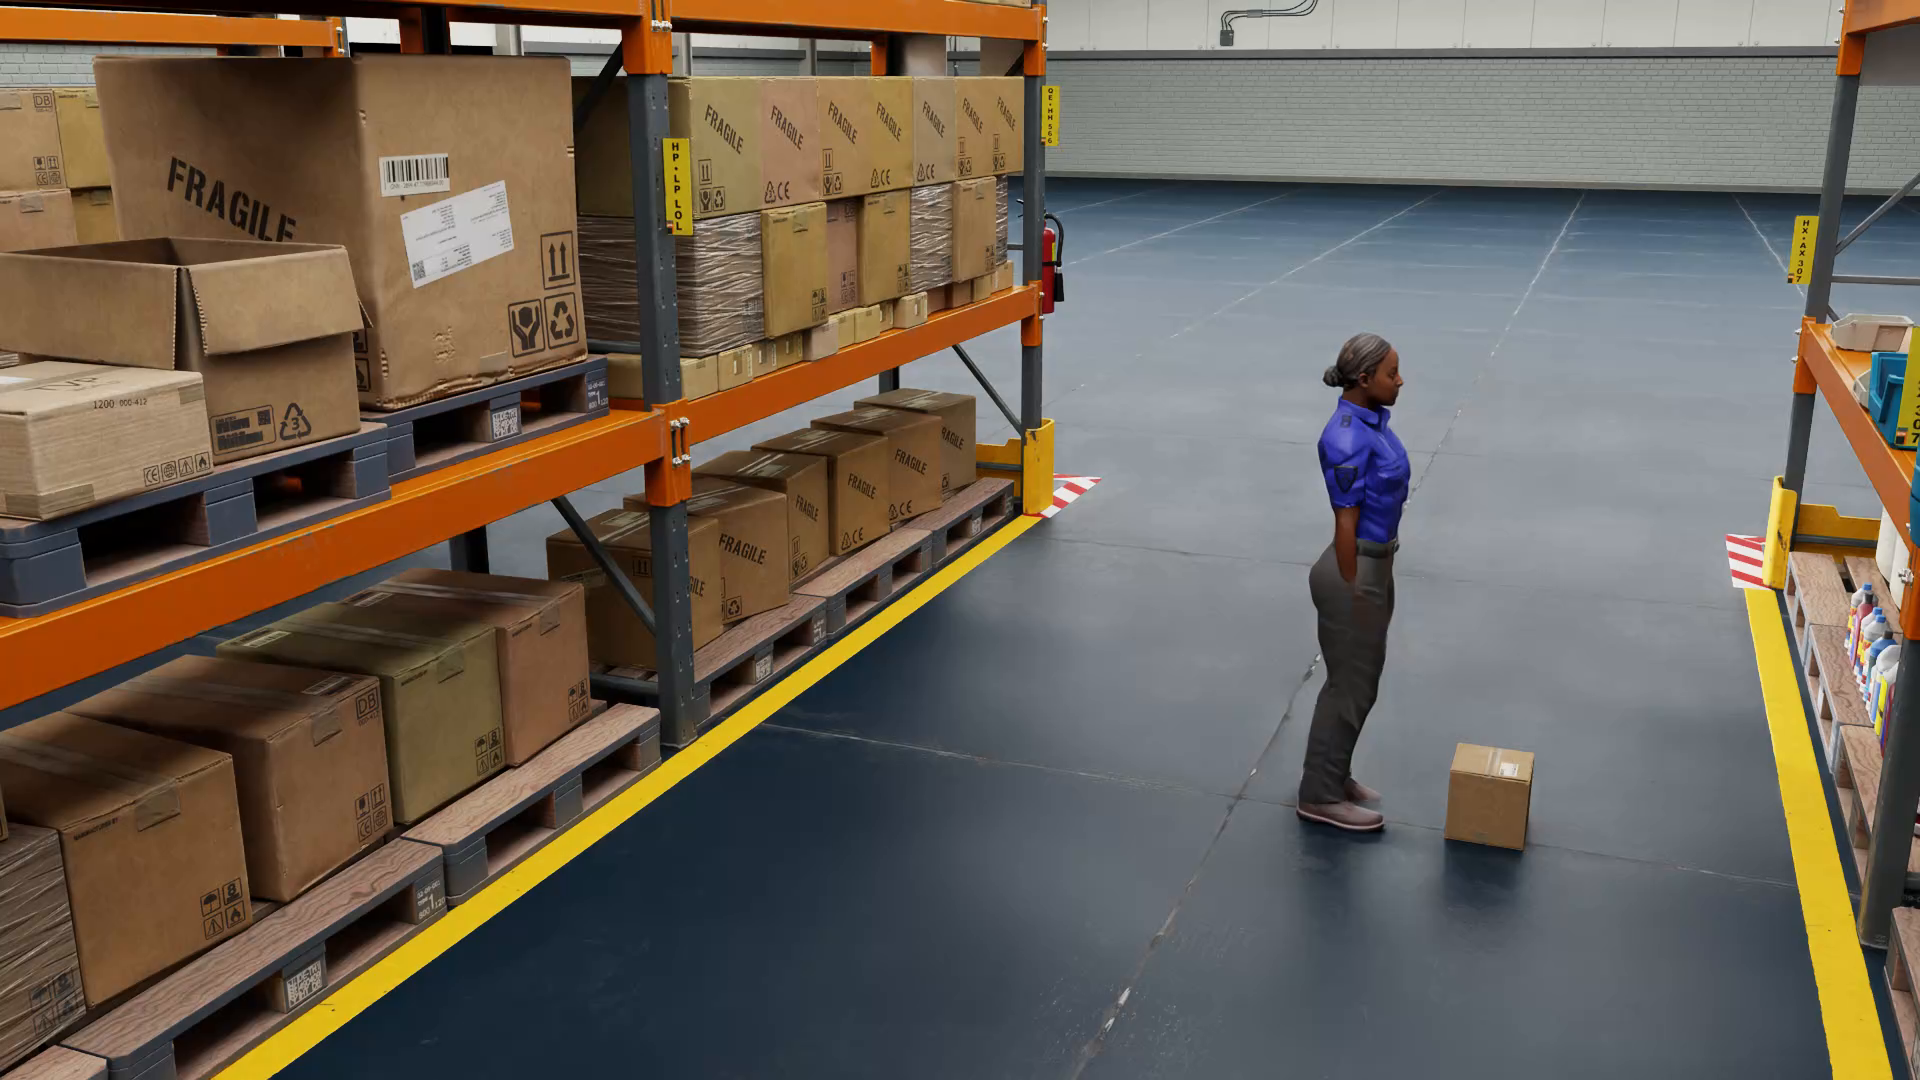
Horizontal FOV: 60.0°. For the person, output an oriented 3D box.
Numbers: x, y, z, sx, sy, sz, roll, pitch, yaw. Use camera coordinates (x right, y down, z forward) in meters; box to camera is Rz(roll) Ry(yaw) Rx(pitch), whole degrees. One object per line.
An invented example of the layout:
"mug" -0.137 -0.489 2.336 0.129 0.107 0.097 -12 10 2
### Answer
"person" 1.330 0.145 5.574 0.328 1.684 0.437 6 17 22
